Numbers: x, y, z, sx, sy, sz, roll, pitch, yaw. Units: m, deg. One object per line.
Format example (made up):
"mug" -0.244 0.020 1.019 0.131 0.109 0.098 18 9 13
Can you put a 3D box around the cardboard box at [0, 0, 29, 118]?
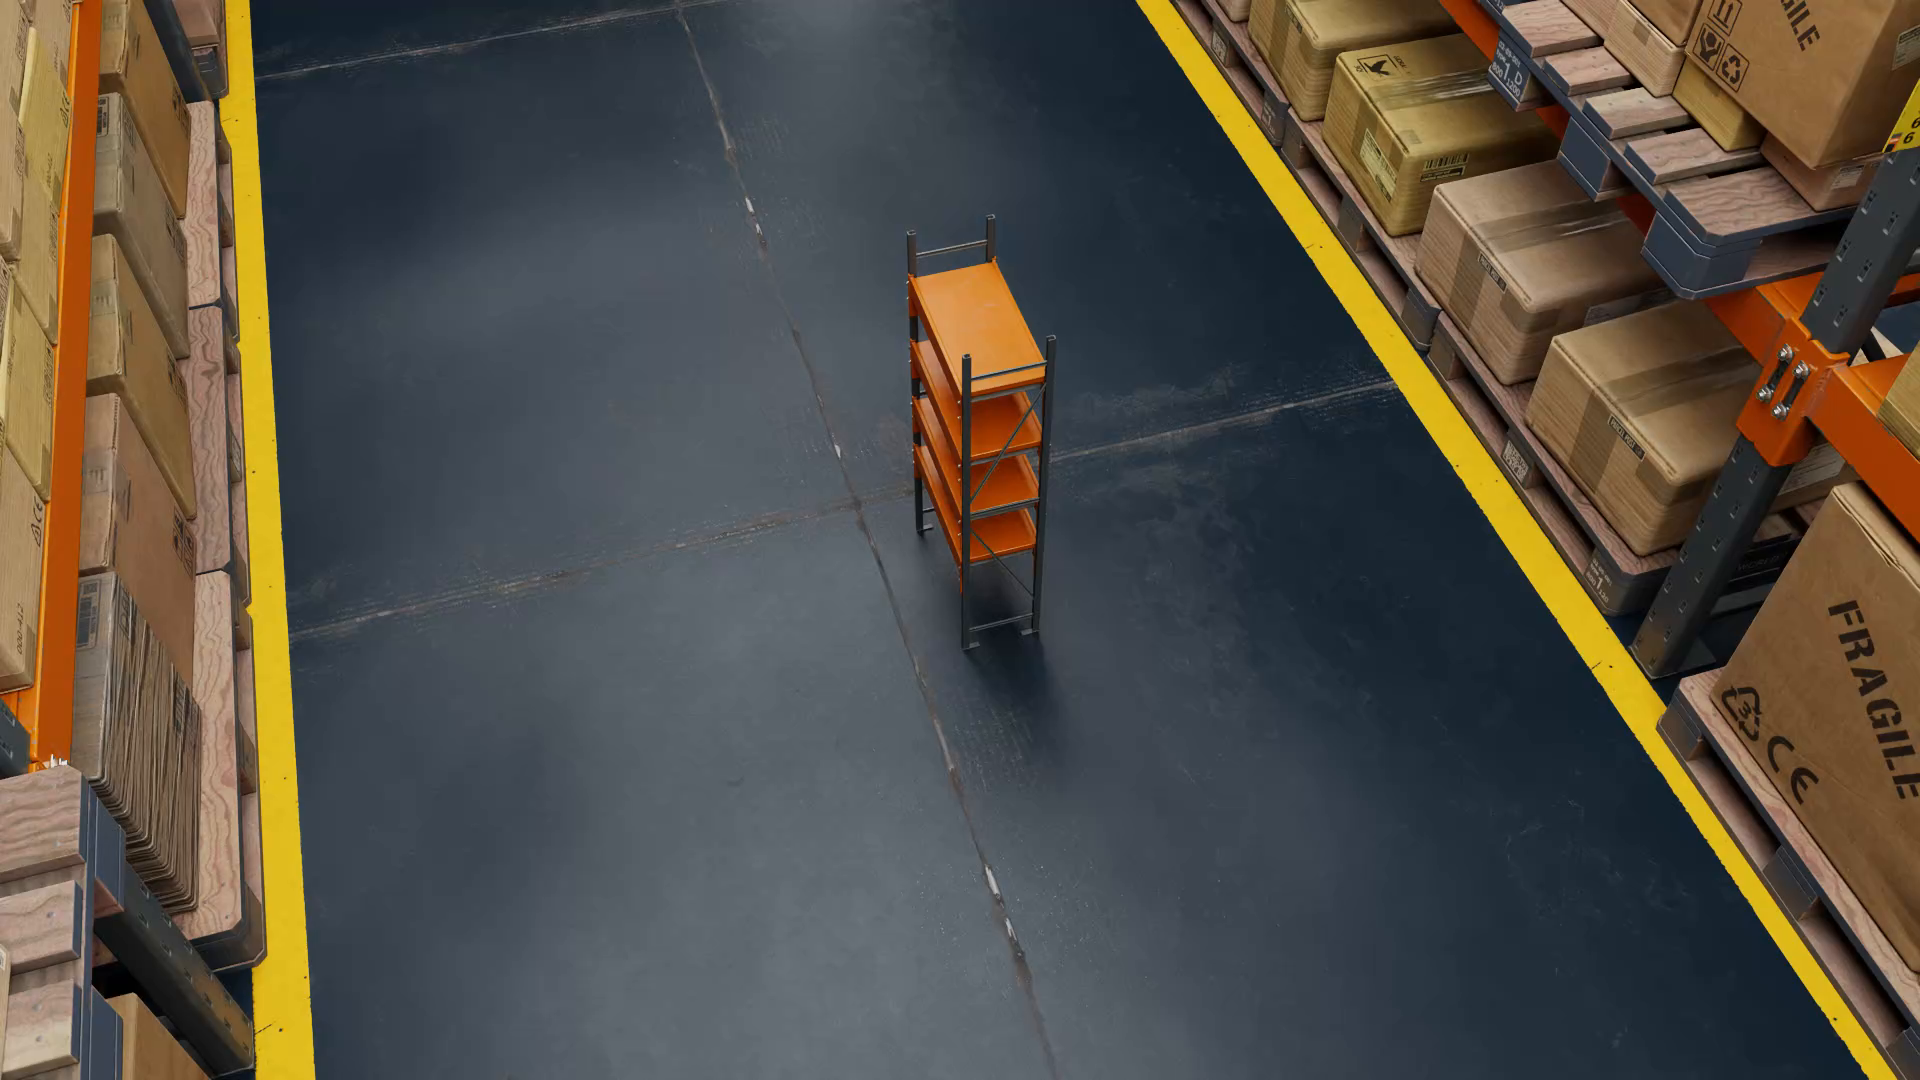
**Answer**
"cardboard box" -2.607 -1.193 4.065 0.500 0.250 0.500 -13 51 -10

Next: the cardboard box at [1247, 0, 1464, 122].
"cardboard box" 1.682 -2.010 6.426 0.950 0.372 0.625 -10 51 -9

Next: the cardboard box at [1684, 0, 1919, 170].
"cardboard box" 2.091 -1.239 3.798 0.500 0.500 0.500 -15 51 -12

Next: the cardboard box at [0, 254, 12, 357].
"cardboard box" -2.294 -0.440 3.430 0.500 0.250 0.500 -12 51 -10

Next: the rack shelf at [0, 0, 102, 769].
"rack shelf" -2.841 -0.810 4.442 1.077 0.370 4.000 -13 51 -11

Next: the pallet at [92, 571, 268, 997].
"pallet" -2.455 0.707 4.516 1.003 0.211 1.213 -13 51 -11

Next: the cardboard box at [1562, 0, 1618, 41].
"cardboard box" 1.837 -1.486 4.431 0.380 0.149 0.250 -16 52 -13

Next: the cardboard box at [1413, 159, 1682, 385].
"cardboard box" 2.108 -0.947 5.530 0.950 0.372 0.625 -14 51 -12

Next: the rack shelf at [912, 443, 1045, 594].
"rack shelf" 0.049 -0.094 4.893 0.258 0.148 0.480 -13 51 -11

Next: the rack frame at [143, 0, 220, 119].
"rack frame" -3.432 -2.503 5.398 1.000 3.000 0.127 -13 51 -11

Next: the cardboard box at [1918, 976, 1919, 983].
"cardboard box" 2.876 1.019 3.544 0.875 0.875 0.875 -13 51 -11

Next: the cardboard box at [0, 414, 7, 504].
"cardboard box" -2.123 -0.079 3.126 0.500 0.250 0.500 -13 51 -11

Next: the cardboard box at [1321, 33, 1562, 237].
"cardboard box" 1.889 -1.502 5.998 0.950 0.372 0.625 -12 51 -10

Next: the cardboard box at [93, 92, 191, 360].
"cardboard box" -3.045 -0.926 5.347 0.875 0.625 0.625 -14 51 -11

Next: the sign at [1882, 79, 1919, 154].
"sign" 1.976 -0.925 3.362 0.100 0.325 0.005 -13 51 -11

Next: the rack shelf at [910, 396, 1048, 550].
"rack shelf" 0.049 -0.222 4.741 0.258 0.148 0.480 -13 51 -11

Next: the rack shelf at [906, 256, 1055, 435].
"rack shelf" 0.049 -0.519 4.389 0.258 0.148 0.480 -13 51 -11

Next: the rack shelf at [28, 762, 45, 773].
"rack shelf" -1.658 2.111 1.979 1.077 0.370 4.000 -13 51 -11

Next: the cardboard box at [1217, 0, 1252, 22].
"cardboard box" 1.466 -2.534 6.868 0.950 0.372 0.625 -13 51 -11

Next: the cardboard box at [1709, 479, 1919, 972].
"cardboard box" 2.616 0.366 4.094 0.875 0.875 0.875 -14 51 -11

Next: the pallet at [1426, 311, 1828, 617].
"pallet" 2.262 -0.379 5.431 1.003 0.211 1.213 -13 51 -11

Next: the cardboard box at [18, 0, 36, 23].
"cardboard box" -2.738 -1.566 4.380 0.500 0.250 0.500 -12 51 -10

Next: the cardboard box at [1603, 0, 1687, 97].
"cardboard box" 1.904 -1.300 4.274 0.380 0.149 0.250 -14 51 -11

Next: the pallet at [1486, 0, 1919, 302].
"pallet" 2.179 -1.141 4.376 1.213 0.211 1.003 -13 51 -11

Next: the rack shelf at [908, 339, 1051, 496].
"rack shelf" 0.049 -0.367 4.570 0.258 0.148 0.480 -13 51 -11

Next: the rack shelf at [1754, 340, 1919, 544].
"rack shelf" 3.083 0.986 2.927 1.077 0.370 4.000 -13 51 -11

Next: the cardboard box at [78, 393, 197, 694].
"cardboard box" -2.621 0.114 4.470 0.875 0.625 0.625 -12 51 -10

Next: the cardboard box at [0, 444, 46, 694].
"cardboard box" -2.147 0.087 3.312 0.500 0.250 0.500 -13 51 -11

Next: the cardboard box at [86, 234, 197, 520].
"cardboard box" -2.821 -0.377 4.885 0.875 0.625 0.625 -15 52 -12

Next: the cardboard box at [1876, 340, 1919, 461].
"cardboard box" 2.396 -0.244 3.592 0.500 0.250 0.500 -14 51 -12

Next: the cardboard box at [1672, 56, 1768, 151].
"cardboard box" 2.021 -1.127 4.128 0.380 0.149 0.250 -13 51 -10

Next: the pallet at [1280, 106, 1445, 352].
"pallet" 1.905 -1.268 6.181 1.003 0.211 1.213 -13 51 -11

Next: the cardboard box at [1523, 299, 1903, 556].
"cardboard box" 2.334 -0.410 5.078 0.950 0.372 0.625 -16 52 -13

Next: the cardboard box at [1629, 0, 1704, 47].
"cardboard box" 1.928 -1.614 4.114 0.500 0.500 0.500 -14 51 -12

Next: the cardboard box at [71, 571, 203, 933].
"cardboard box" -2.421 0.590 4.069 0.875 0.625 0.625 -12 51 -10

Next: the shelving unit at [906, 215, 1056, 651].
"shelving unit" 0.049 -0.266 4.689 0.258 1.200 0.503 -13 51 -11

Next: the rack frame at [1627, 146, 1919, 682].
"rack frame" 2.491 -0.707 3.884 1.000 3.000 0.127 -13 51 -11

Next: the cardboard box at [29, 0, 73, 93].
"cardboard box" -2.762 -1.410 4.575 0.500 0.250 0.500 -13 51 -11

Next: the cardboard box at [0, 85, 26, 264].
"cardboard box" -2.432 -0.826 3.756 0.500 0.250 0.500 -14 51 -12

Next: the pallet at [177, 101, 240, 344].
"pallet" -3.177 -1.075 6.018 1.003 0.211 1.213 -13 51 -11

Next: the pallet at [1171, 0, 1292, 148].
"pallet" 1.540 -2.161 6.934 1.003 0.211 1.213 -13 51 -11

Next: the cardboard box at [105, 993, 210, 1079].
"cardboard box" -1.919 1.349 3.511 0.500 0.500 0.500 -12 51 -10

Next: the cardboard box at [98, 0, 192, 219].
"cardboard box" -3.267 -1.494 5.826 0.875 0.625 0.625 -11 51 -9

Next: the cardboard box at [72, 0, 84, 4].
"cardboard box" -2.879 -1.780 4.887 0.500 0.250 0.500 -14 51 -11

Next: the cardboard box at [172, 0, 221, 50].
"cardboard box" -3.259 -2.180 6.650 0.500 0.250 0.500 -13 51 -11

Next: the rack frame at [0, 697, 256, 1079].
"rack frame" -2.249 0.418 2.935 1.000 3.000 0.127 -13 51 -11

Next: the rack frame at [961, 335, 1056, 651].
"rack frame" 0.121 -0.088 4.539 0.240 1.200 0.015 -13 51 -11

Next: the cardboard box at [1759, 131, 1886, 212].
"cardboard box" 2.170 -0.947 3.976 0.380 0.149 0.250 -12 51 -10

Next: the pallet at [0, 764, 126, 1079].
"pallet" -1.982 0.959 2.605 1.213 0.211 1.003 -13 51 -11

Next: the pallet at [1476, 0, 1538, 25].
"pallet" 1.867 -2.081 5.168 1.003 0.211 1.213 -13 51 -11

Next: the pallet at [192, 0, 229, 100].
"pallet" -3.627 -2.195 6.962 1.003 0.211 1.213 -13 51 -11

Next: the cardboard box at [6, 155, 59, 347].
"cardboard box" -2.450 -0.656 3.939 0.500 0.250 0.500 -15 51 -12

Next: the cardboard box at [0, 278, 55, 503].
"cardboard box" -2.291 -0.281 3.623 0.500 0.250 0.500 -14 51 -12

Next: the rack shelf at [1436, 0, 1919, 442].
"rack shelf" 1.900 -1.935 5.390 1.077 0.370 4.000 -13 51 -11

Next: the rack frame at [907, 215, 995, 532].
"rack frame" -0.023 -0.444 4.840 0.240 1.200 0.015 -13 51 -11

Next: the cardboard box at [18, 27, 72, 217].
"cardboard box" -2.602 -1.035 4.259 0.500 0.250 0.500 -12 51 -10

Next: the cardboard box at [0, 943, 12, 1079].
"cardboard box" -1.688 0.757 2.539 0.380 0.149 0.250 -12 51 -10

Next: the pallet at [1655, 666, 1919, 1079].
"pallet" 2.653 0.785 4.450 1.003 0.211 1.213 -13 51 -11

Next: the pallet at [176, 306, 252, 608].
"pallet" -2.812 -0.182 5.266 1.003 0.211 1.213 -13 51 -11
